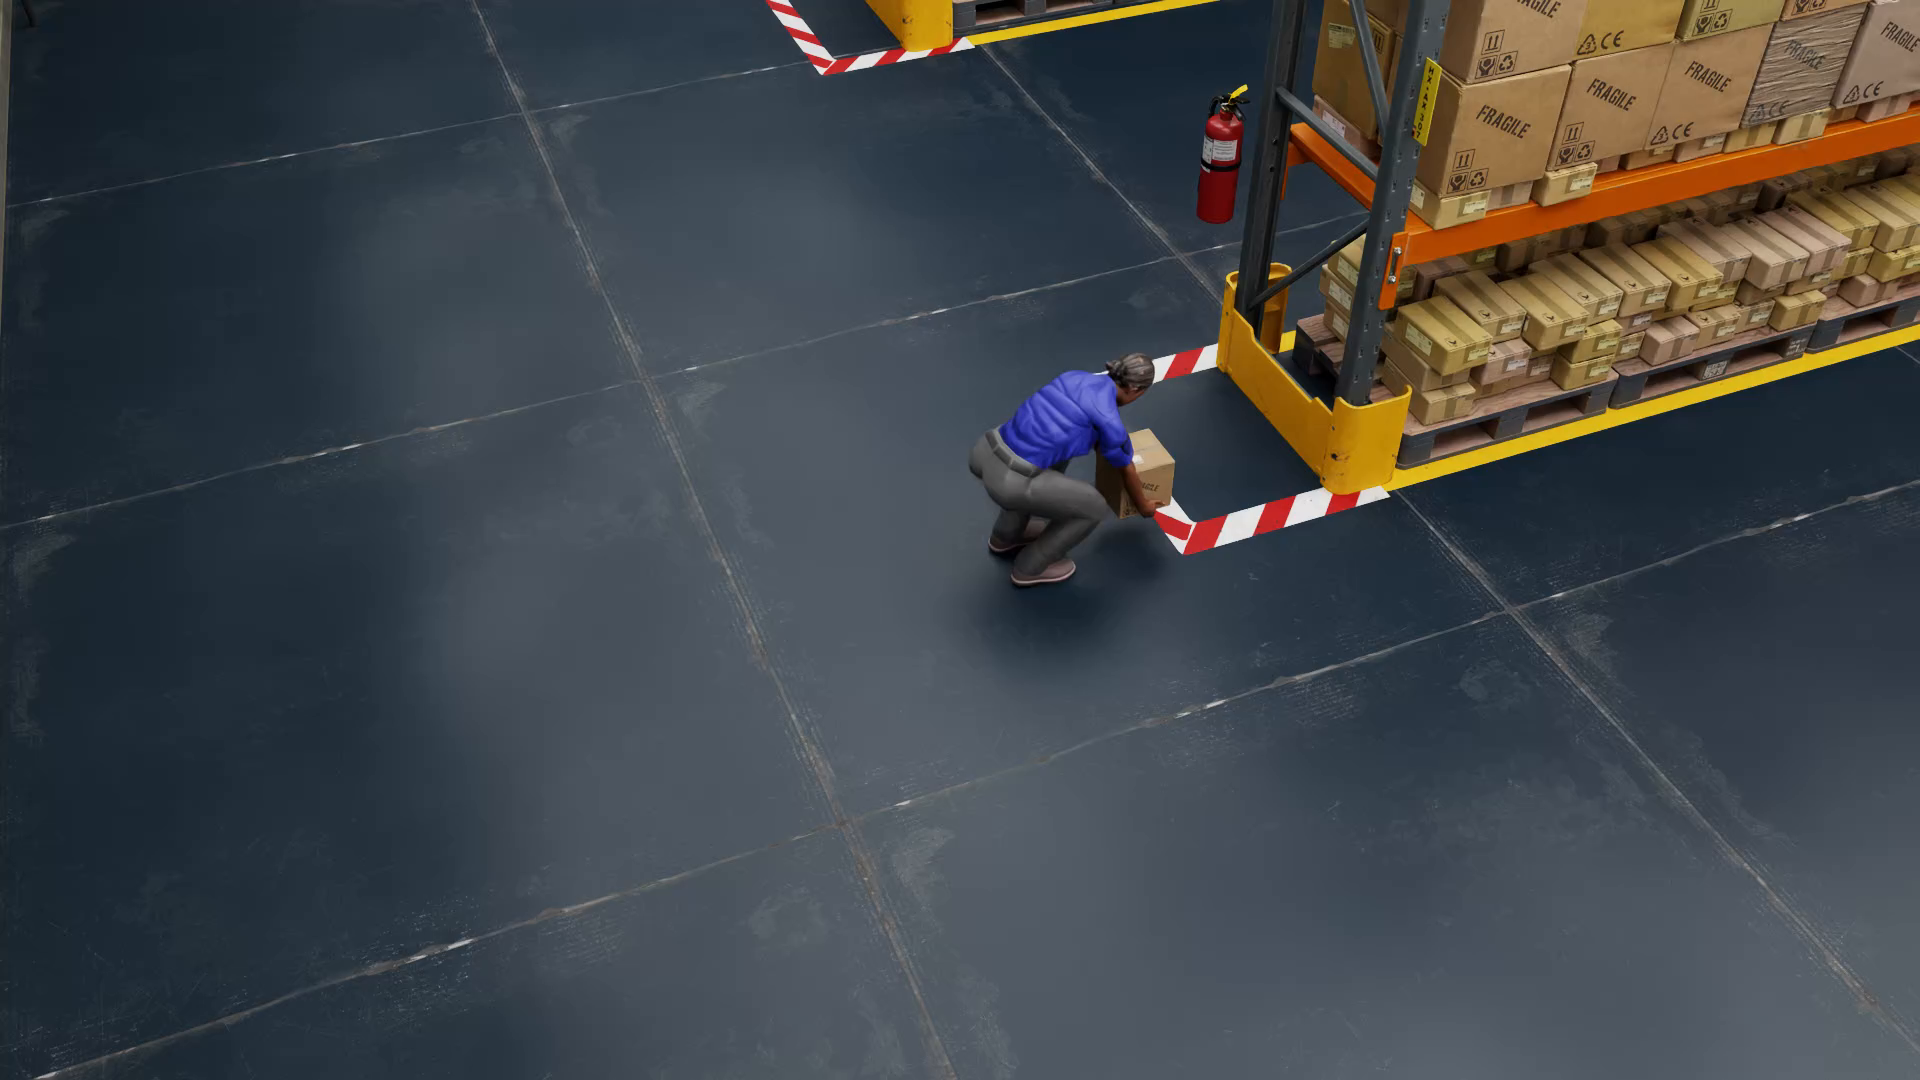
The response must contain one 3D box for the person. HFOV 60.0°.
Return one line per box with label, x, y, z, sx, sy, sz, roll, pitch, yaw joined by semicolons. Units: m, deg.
person;0.448;-0.303;7.049;0.855;0.931;0.468;-17;45;-18
